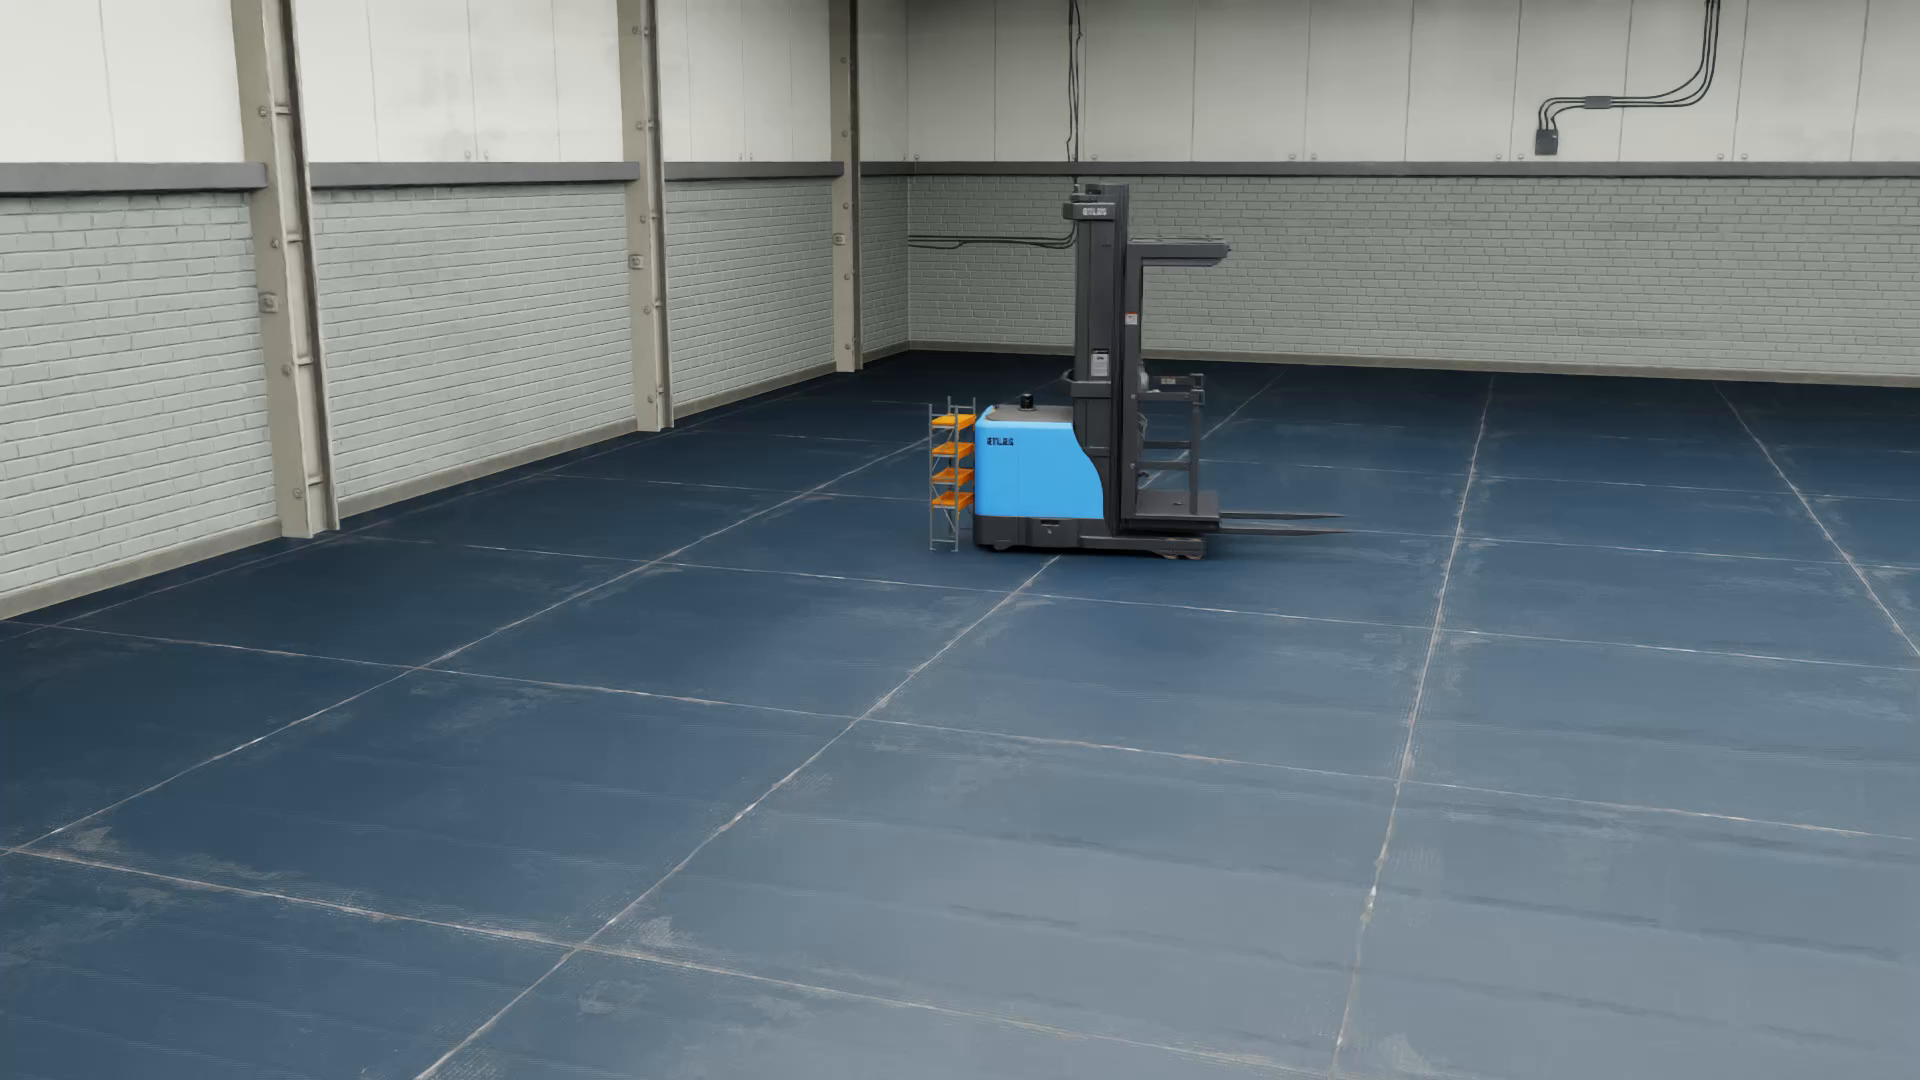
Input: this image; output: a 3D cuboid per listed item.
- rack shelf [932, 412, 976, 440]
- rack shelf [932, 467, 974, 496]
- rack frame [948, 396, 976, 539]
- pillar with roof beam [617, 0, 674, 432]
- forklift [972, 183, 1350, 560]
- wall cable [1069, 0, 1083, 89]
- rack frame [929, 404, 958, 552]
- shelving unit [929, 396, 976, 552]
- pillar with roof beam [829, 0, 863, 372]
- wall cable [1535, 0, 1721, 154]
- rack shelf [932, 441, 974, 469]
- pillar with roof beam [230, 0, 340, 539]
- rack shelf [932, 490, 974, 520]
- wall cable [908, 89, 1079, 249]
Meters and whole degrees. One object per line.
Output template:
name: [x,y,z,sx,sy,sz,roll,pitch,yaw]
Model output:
rack shelf: [-0.060,-0.933,13.613,0.258,0.148,0.480,4,13,17]
rack shelf: [-0.060,-0.484,13.716,0.258,0.148,0.480,4,13,17]
rack frame: [0.013,-0.602,13.928,0.240,1.200,0.015,4,13,17]
pillar with roof beam: [0.437,-5.405,17.447,9.100,9.000,0.400,4,14,18]
forklift: [1.658,-1.397,13.523,3.031,2.935,1.130,2,13,7]
wall cable: [3.070,-8.257,25.571,3.097,2.526,0.112,4,14,18]
rack frame: [-0.133,-0.498,13.474,0.240,1.200,0.015,4,13,17]
shelving unit: [-0.060,-0.550,13.701,0.258,1.200,0.503,4,13,17]
pillar with roof beam: [2.379,-6.669,22.982,9.100,9.000,0.400,4,14,18]
wall cable: [9.487,-8.475,23.253,2.305,6.003,0.169,4,14,18]
rack shelf: [-0.060,-0.702,13.666,0.258,0.148,0.480,4,13,17]
pillar with roof beam: [-1.504,-4.142,11.912,9.100,9.000,0.400,4,14,18]
rack shelf: [-0.060,-0.291,13.760,0.258,0.148,0.480,4,13,17]
wall cable: [0.510,-5.990,26.986,3.097,2.526,0.112,4,14,18]
